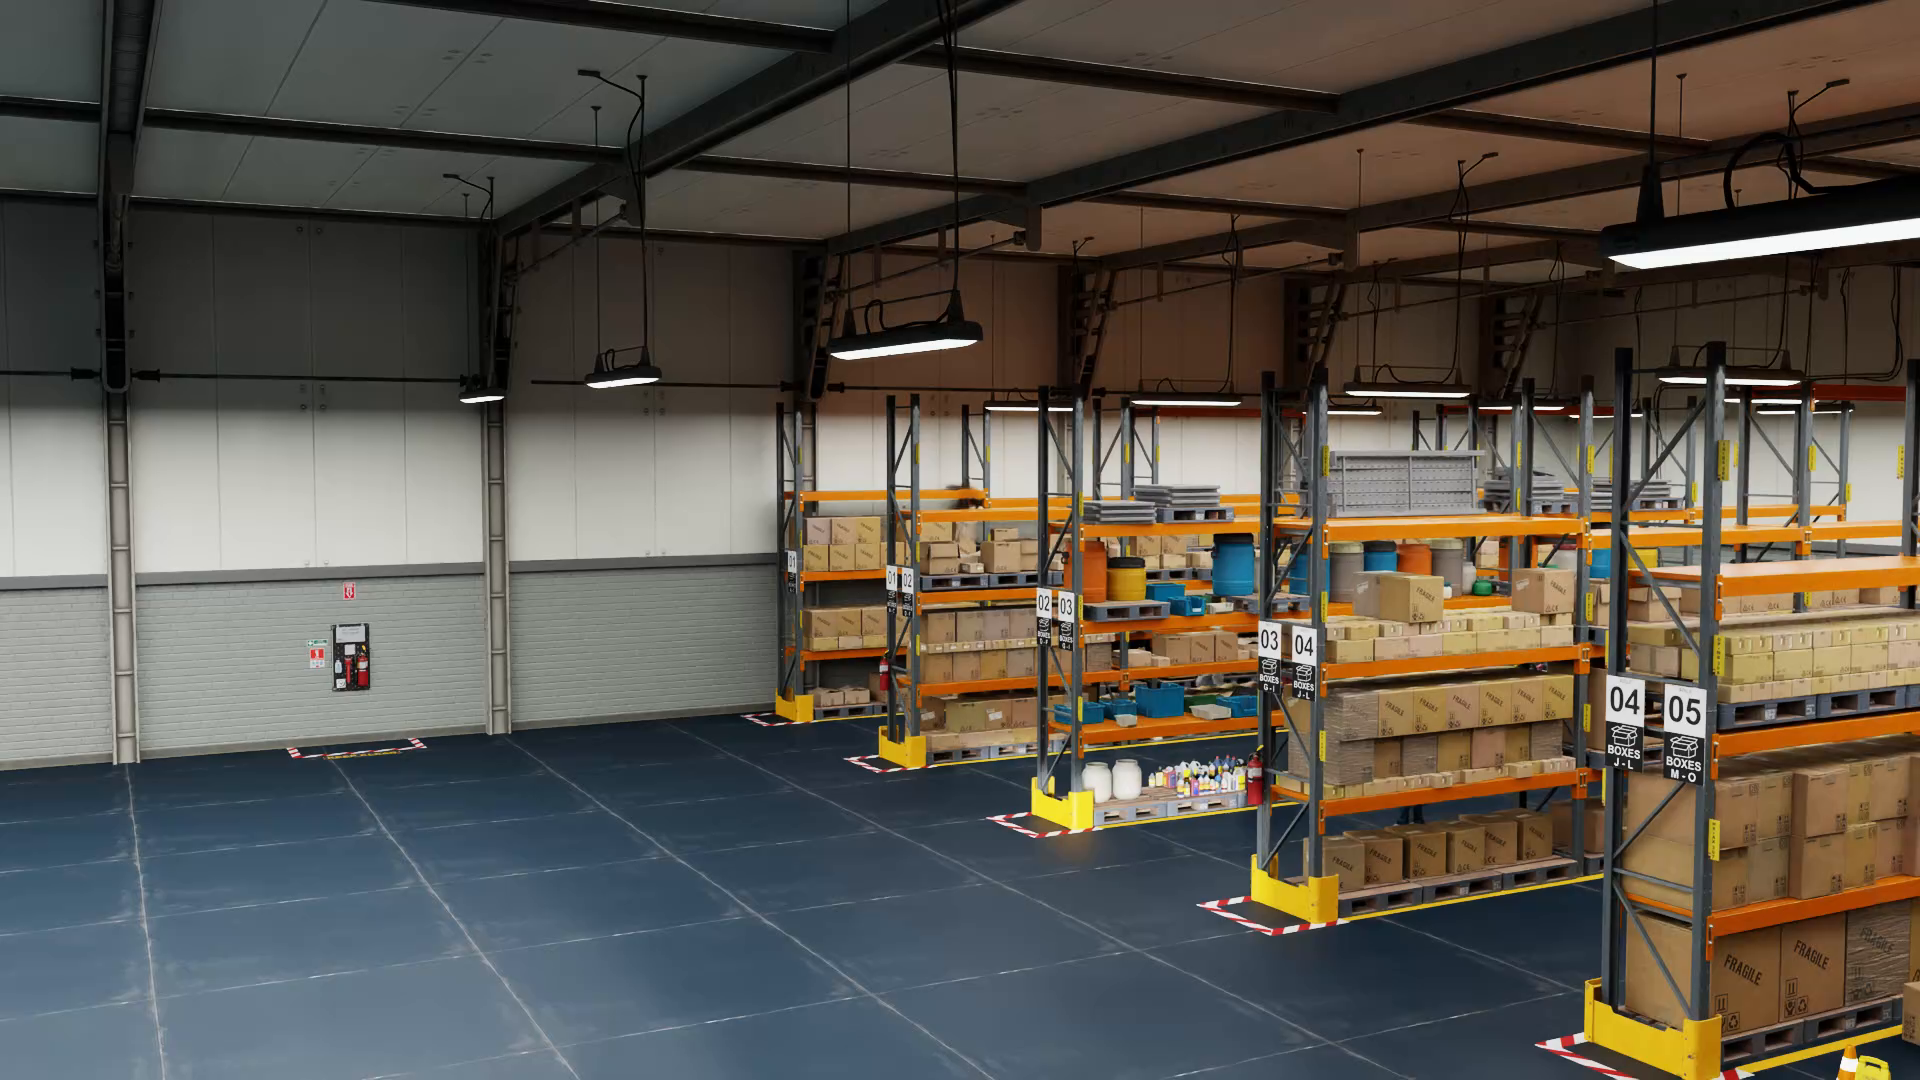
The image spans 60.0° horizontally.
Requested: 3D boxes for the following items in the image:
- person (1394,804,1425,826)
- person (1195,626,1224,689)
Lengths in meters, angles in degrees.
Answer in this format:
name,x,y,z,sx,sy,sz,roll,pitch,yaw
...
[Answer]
name,x,y,z,sx,sy,sz,roll,pitch,yaw
person,5.994,3.115,22.324,0.488,1.618,0.431,2,4,25
person,4.877,2.505,32.227,0.877,1.811,0.591,-2,4,-27
